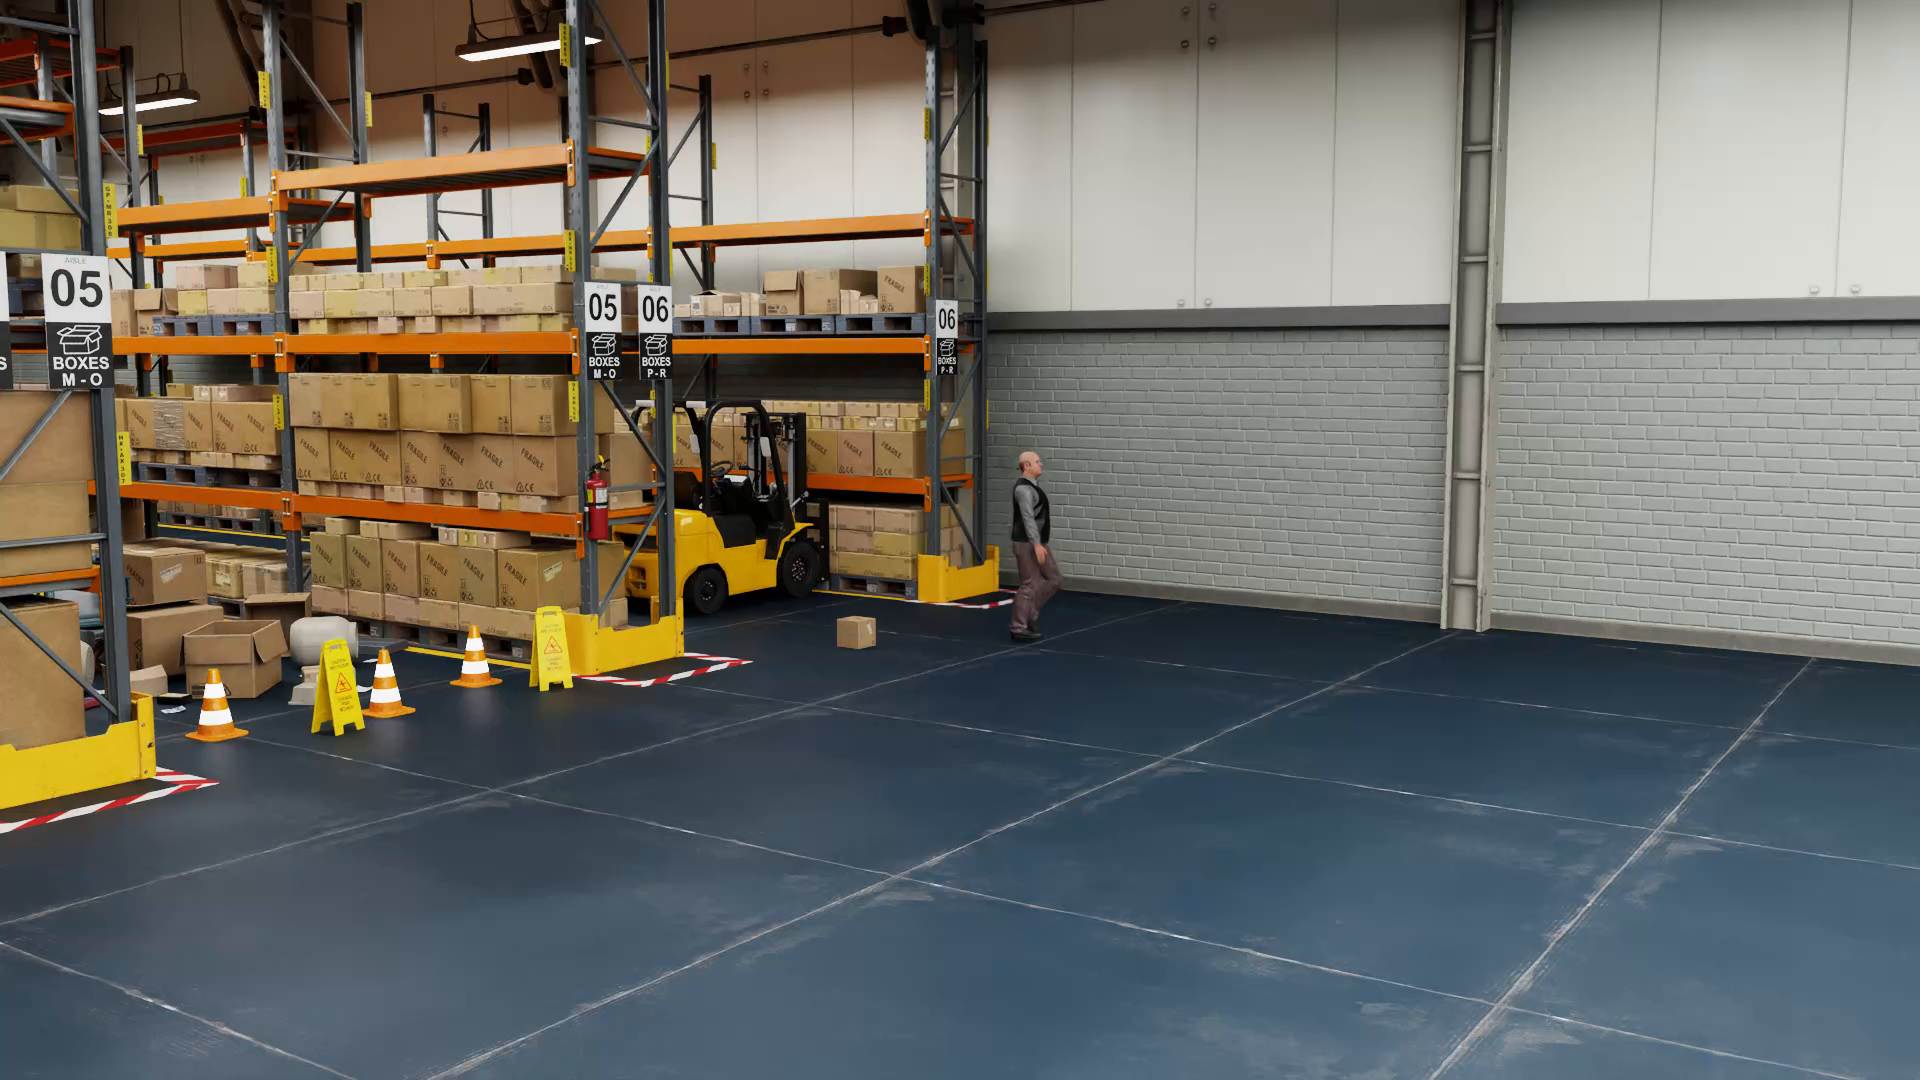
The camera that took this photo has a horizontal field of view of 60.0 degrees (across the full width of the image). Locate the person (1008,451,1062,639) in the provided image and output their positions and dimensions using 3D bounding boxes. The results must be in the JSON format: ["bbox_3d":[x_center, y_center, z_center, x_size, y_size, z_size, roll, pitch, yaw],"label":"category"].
[{"bbox_3d":[0.682,0.065,15.176,0.479,1.750,0.575,1,6,8],"label":"person"}]
